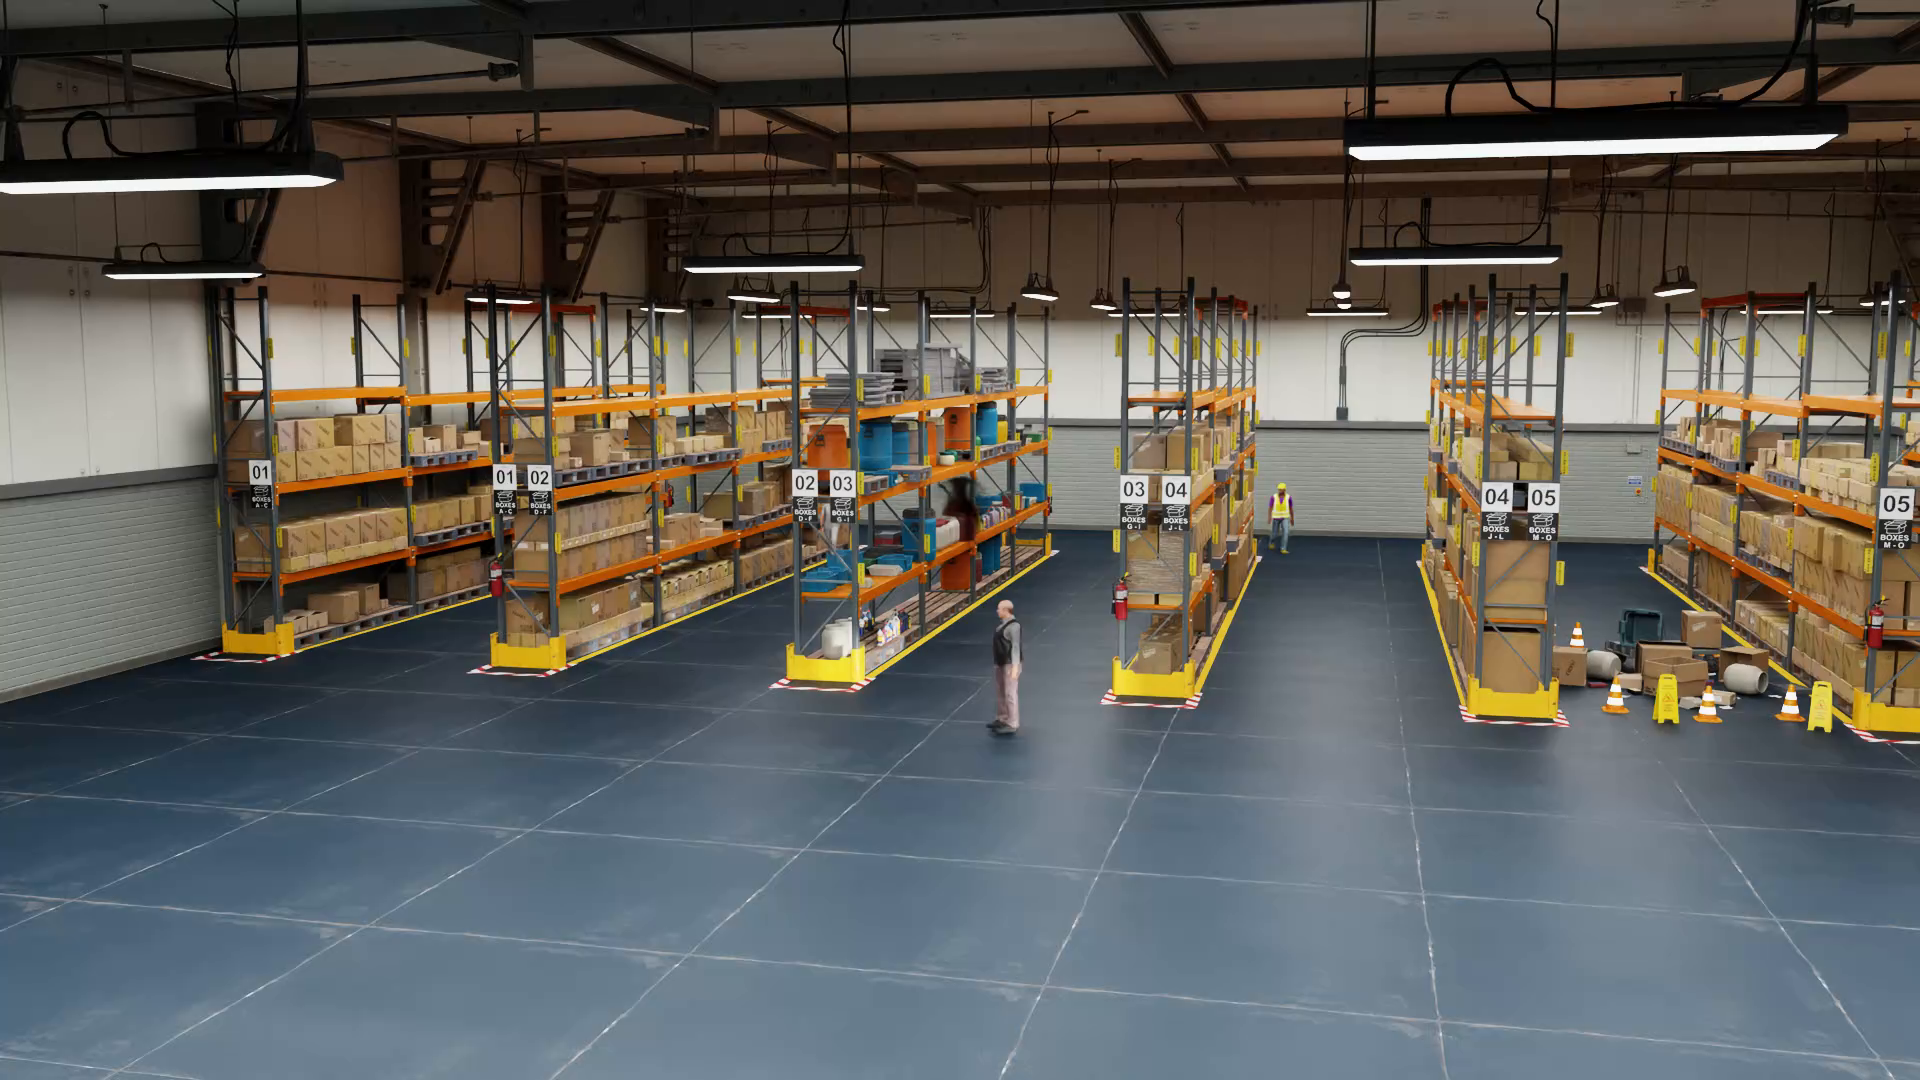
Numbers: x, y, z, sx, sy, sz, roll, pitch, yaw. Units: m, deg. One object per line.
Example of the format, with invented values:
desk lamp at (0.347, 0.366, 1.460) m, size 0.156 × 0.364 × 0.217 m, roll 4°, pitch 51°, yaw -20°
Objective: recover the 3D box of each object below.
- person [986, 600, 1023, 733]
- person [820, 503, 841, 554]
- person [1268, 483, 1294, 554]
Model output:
person at (0.586, 1.641, 21.796) m, size 0.431 × 1.726 × 0.569 m, roll -2°, pitch 7°, yaw -19°
person at (-2.850, -0.272, 36.498) m, size 0.424 × 1.618 × 0.943 m, roll 1°, pitch 7°, yaw 11°
person at (7.874, -0.538, 40.765) m, size 0.675 × 1.727 × 0.926 m, roll 0°, pitch 7°, yaw -3°
